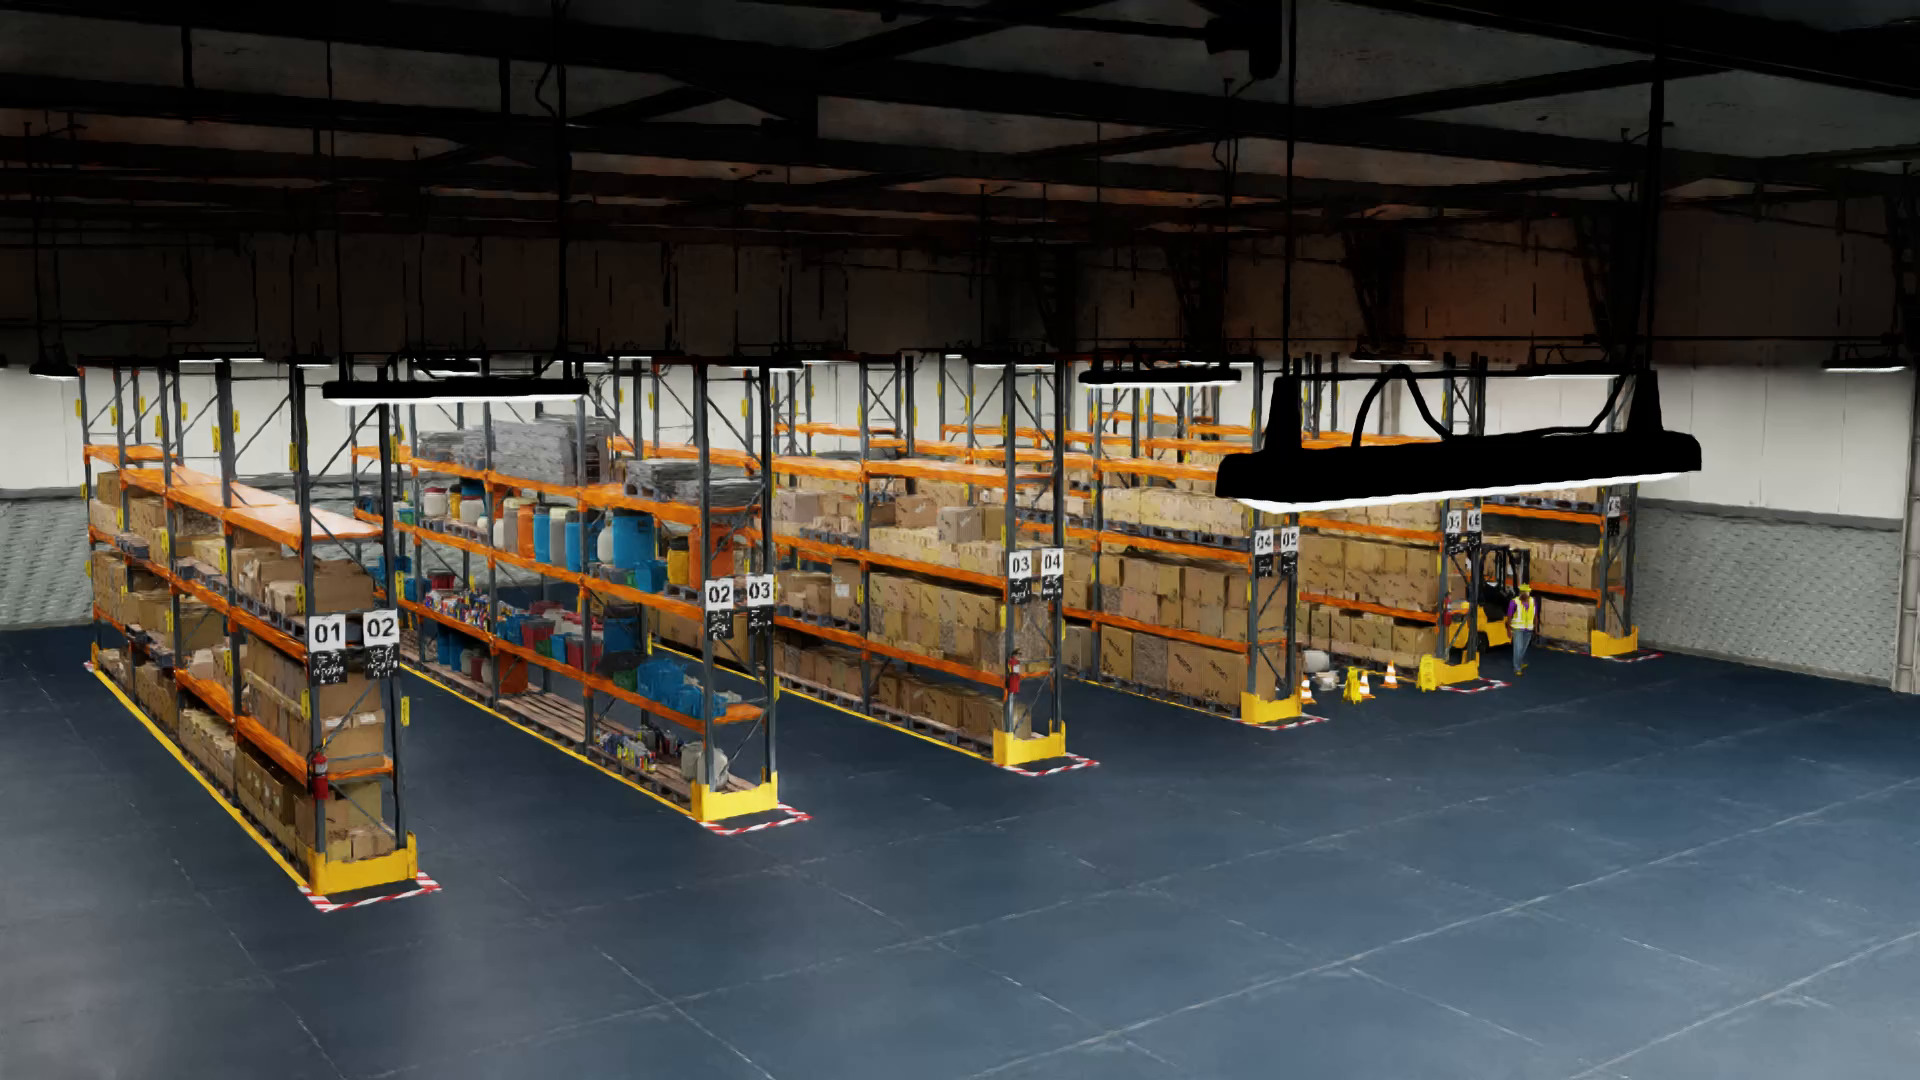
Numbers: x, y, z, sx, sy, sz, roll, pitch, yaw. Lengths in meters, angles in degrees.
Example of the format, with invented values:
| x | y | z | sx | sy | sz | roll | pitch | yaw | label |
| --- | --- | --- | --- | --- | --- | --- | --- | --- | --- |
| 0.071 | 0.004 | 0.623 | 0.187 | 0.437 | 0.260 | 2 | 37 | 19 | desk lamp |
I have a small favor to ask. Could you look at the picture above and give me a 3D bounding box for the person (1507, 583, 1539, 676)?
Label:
| x | y | z | sx | sy | sz | roll | pitch | yaw | label |
| --- | --- | --- | --- | --- | --- | --- | --- | --- | --- |
| 10.646 | 1.666 | 31.433 | 0.589 | 1.739 | 0.947 | -1 | 7 | -9 | person |
